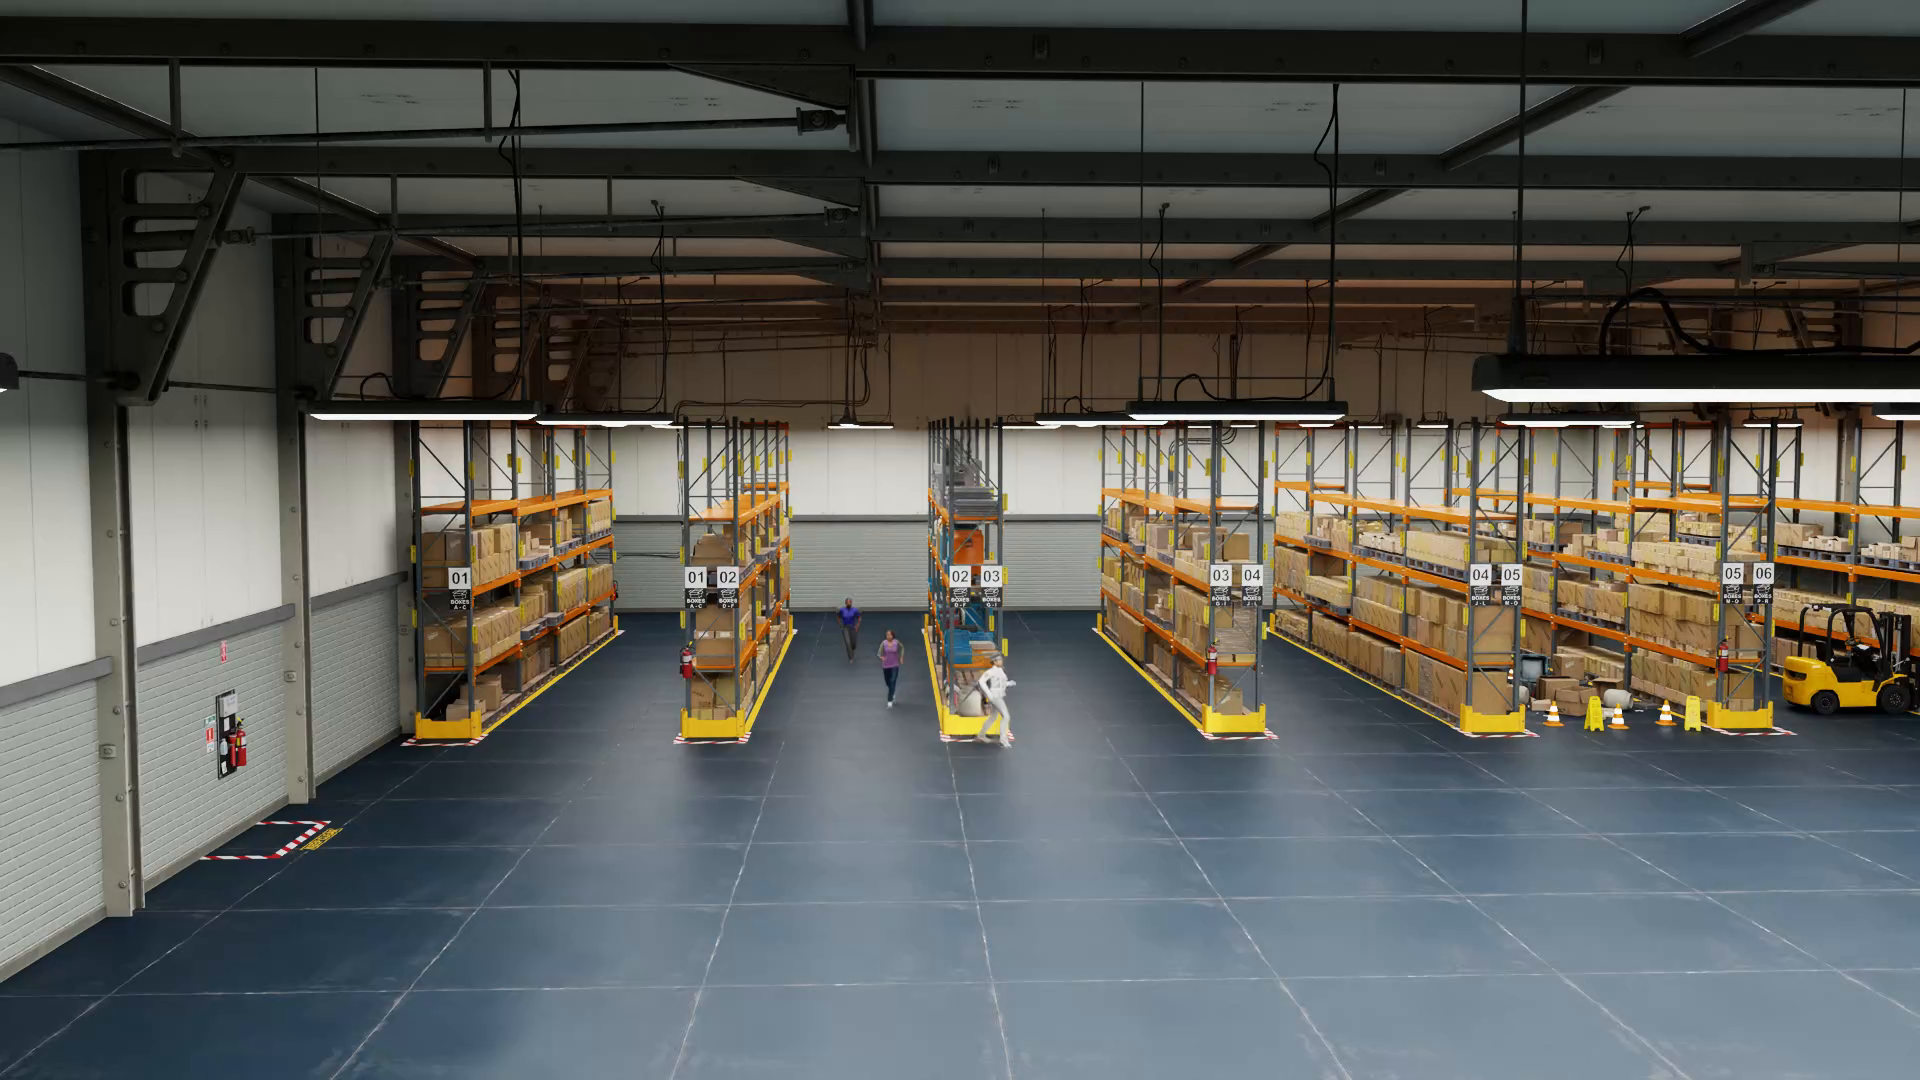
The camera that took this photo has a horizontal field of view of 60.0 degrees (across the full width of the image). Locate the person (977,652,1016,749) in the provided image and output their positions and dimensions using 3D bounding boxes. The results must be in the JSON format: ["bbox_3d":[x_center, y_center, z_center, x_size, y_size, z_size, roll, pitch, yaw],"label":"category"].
[{"bbox_3d":[0.654,2.905,30.219,0.759,1.752,0.583,1,4,17],"label":"person"}]

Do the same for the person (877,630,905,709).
[{"bbox_3d":[-1.445,2.674,34.785,0.571,1.626,0.811,0,4,0],"label":"person"}]

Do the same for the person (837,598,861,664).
[{"bbox_3d":[-2.753,2.239,41.243,0.598,1.626,0.676,0,4,-3],"label":"person"}]
